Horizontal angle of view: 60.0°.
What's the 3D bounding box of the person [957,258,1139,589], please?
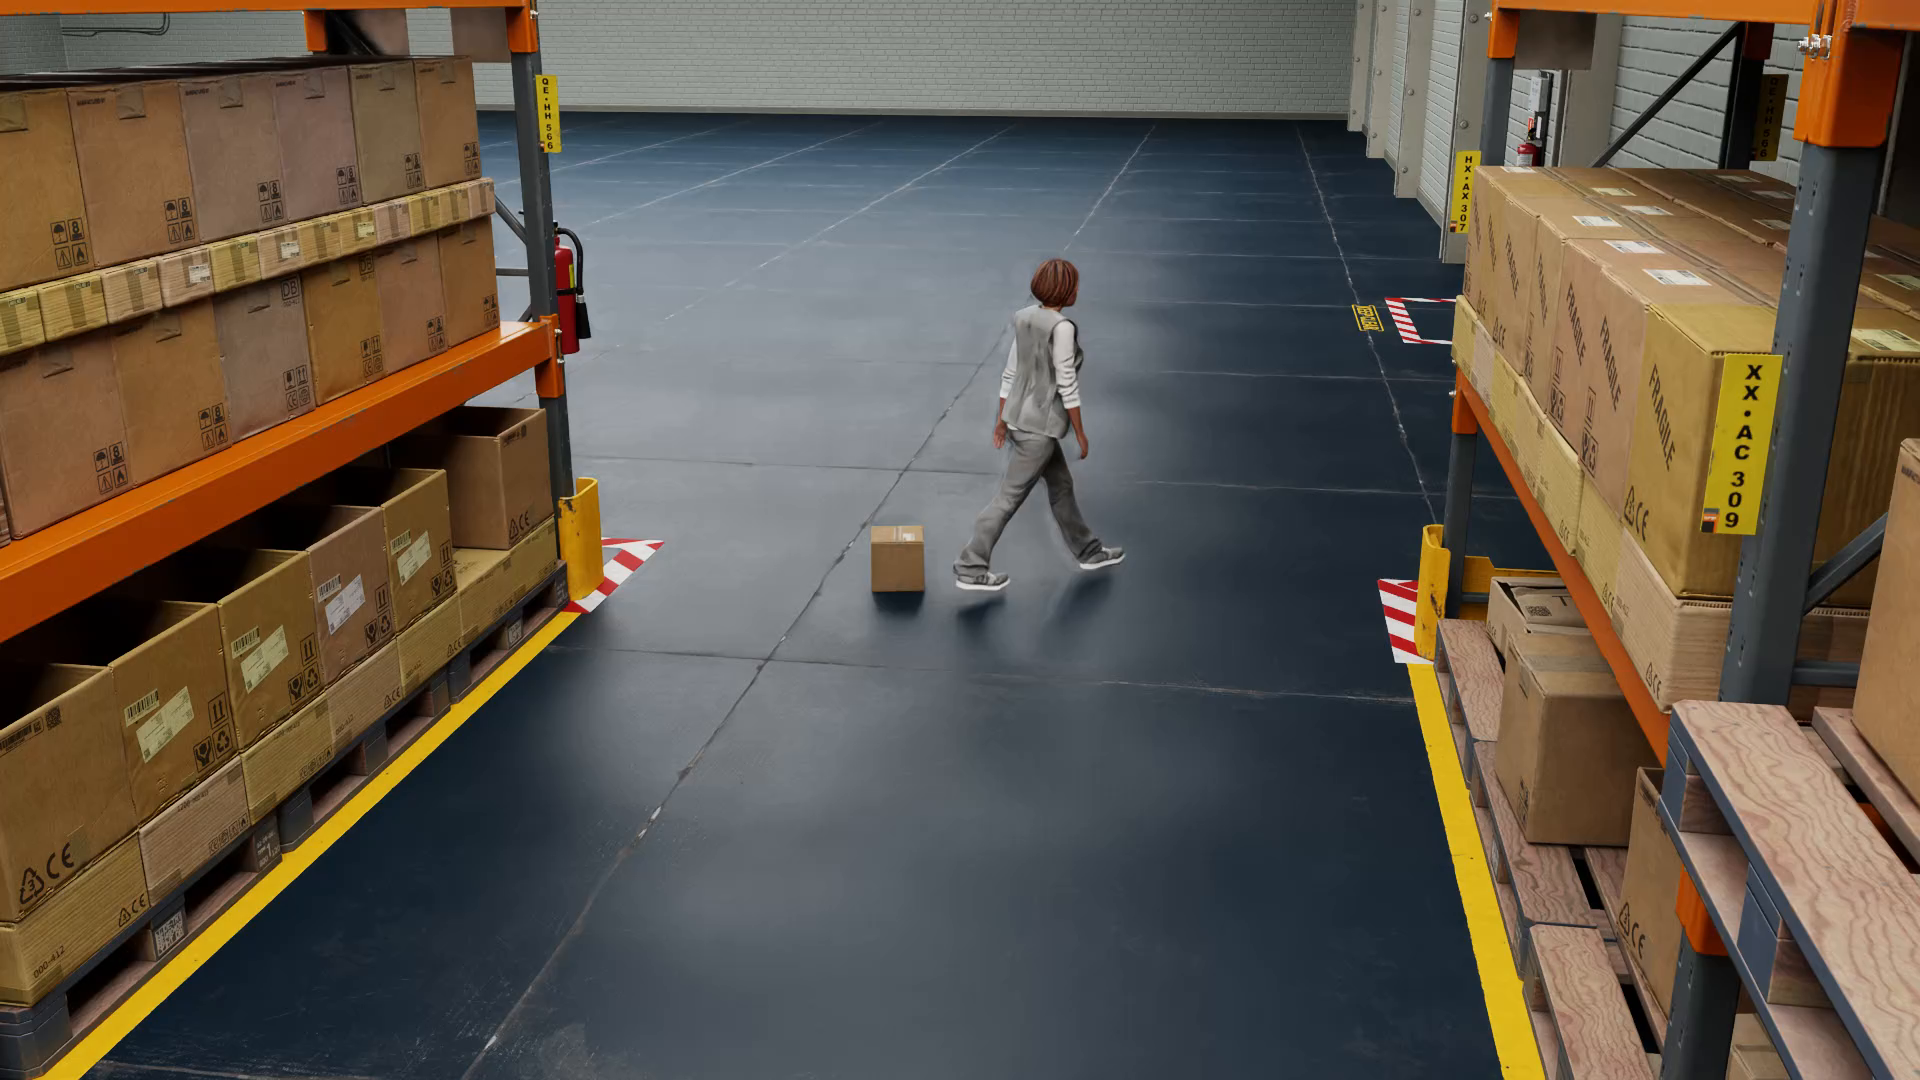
[{"bbox_3d":[0.450,-0.536,7.692,0.990,1.526,0.420,-7,19,-20],"label":"person"}]
